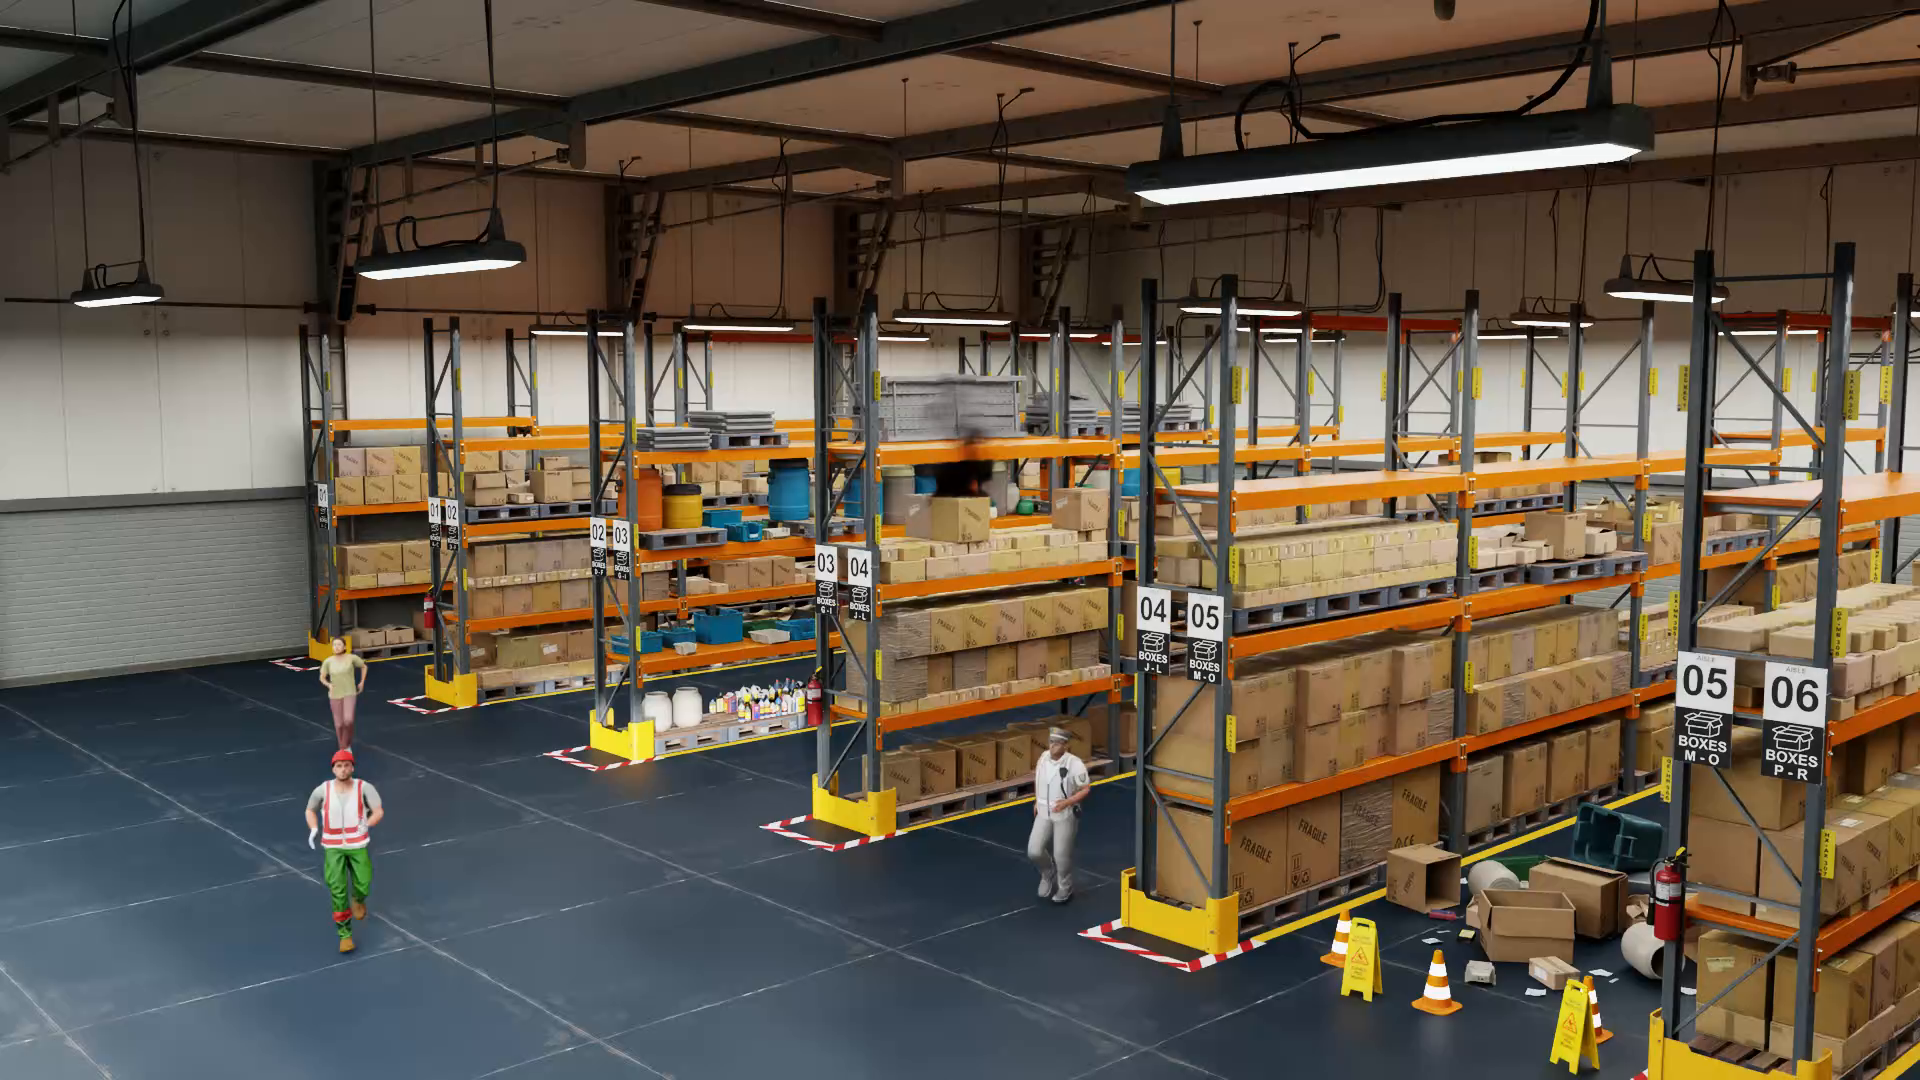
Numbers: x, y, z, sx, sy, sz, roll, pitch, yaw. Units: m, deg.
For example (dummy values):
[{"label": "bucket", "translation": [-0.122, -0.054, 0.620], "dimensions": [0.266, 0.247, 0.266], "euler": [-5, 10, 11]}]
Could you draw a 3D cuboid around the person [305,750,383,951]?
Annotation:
[{"label": "person", "translation": [-5.577, 2.772, 15.075], "dimensions": [0.657, 1.759, 0.856], "euler": [-2, 6, -19]}]

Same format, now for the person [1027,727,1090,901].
[{"label": "person", "translation": [0.931, 2.670, 16.147], "dimensions": [0.667, 1.757, 0.621], "euler": [3, 7, 30]}]

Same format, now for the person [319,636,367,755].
[{"label": "person", "translation": [-8.244, 2.106, 22.212], "dimensions": [0.582, 1.653, 0.644], "euler": [-1, 6, -11]}]

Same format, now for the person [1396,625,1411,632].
[{"label": "person", "translation": [6.309, 2.006, 23.539], "dimensions": [0.721, 1.650, 0.509], "euler": [-5, 8, -41]}]
